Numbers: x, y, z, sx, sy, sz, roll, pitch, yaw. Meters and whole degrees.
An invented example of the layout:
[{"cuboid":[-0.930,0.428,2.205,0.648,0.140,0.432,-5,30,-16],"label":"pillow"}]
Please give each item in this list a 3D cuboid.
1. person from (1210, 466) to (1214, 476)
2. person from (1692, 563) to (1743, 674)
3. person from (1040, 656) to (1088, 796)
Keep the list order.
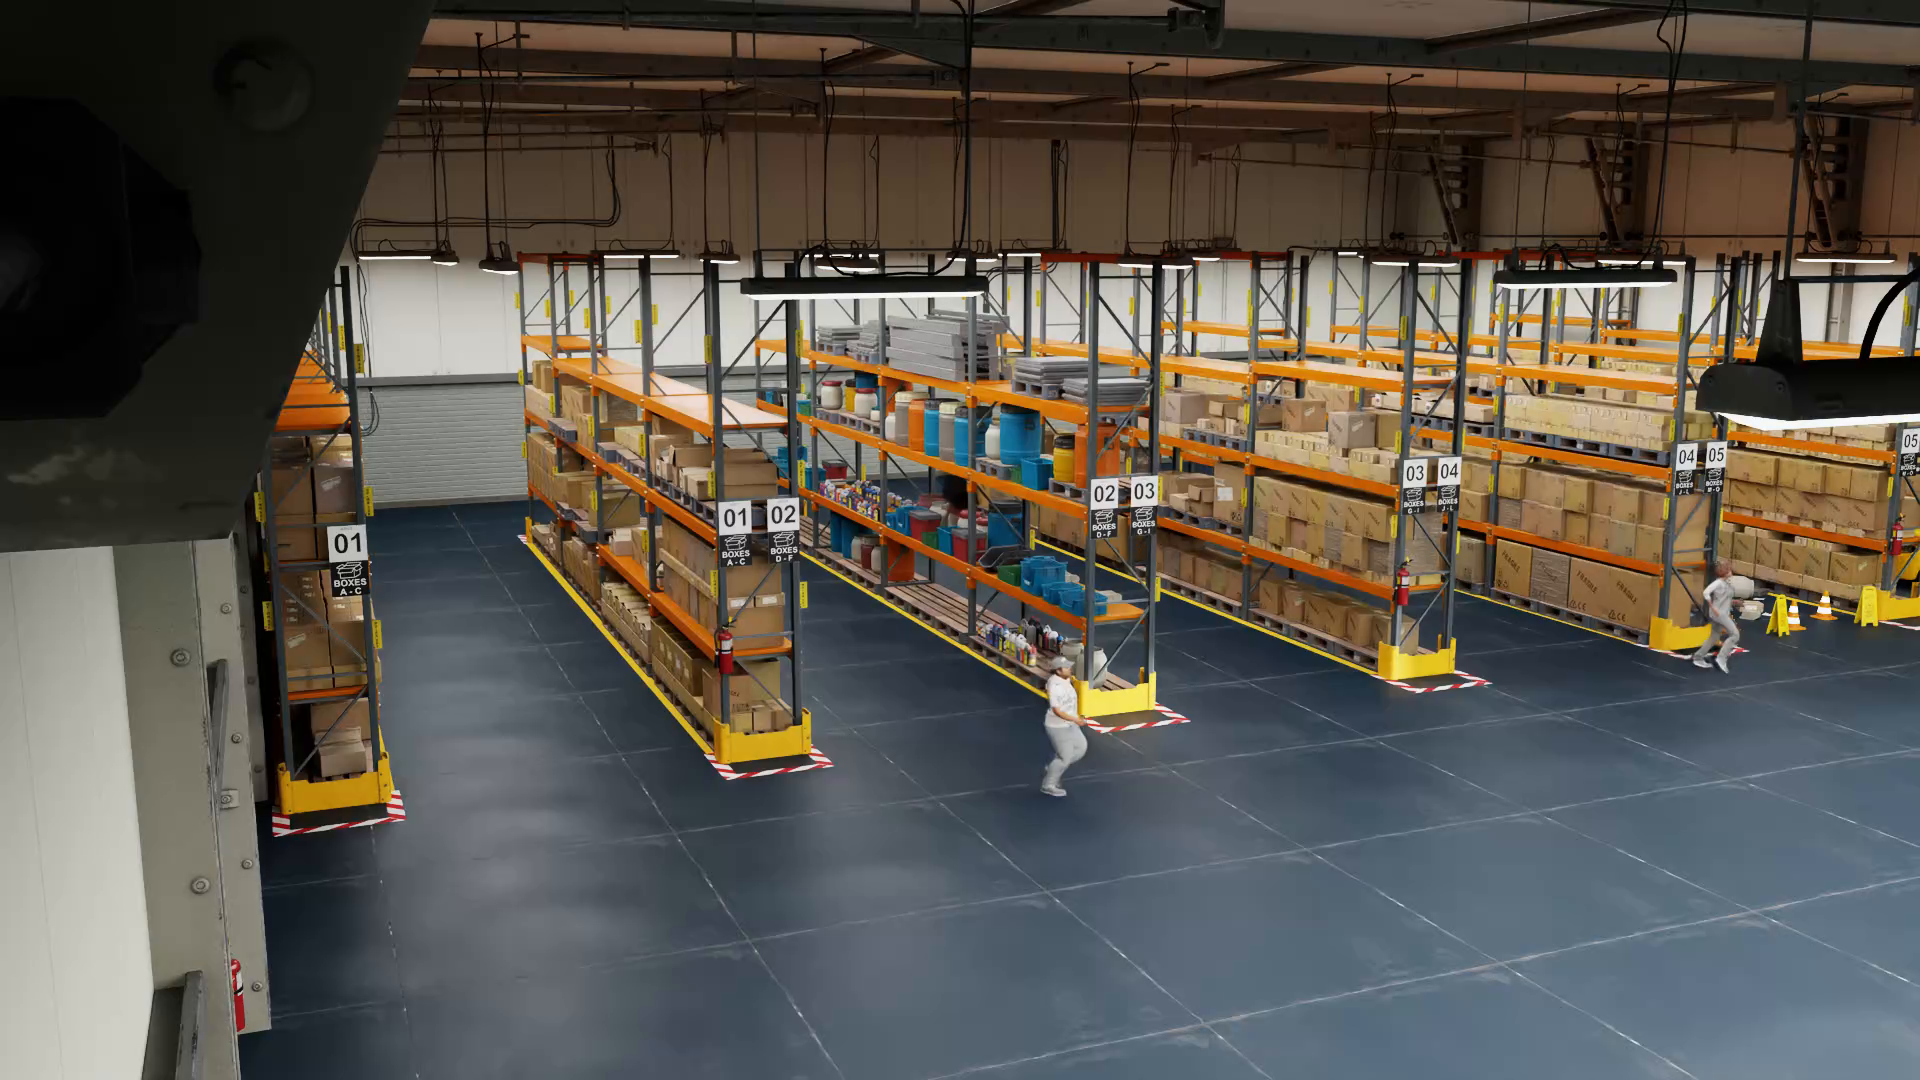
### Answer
[{"cuboid":[6.771,-2.214,42.454,1.095,1.722,0.663,-4,11,-23],"label":"person"},{"cuboid":[11.157,1.134,24.468,0.616,1.596,0.540,4,11,21],"label":"person"},{"cuboid":[1.190,2.113,19.000,0.527,1.629,0.617,1,10,7],"label":"person"}]
